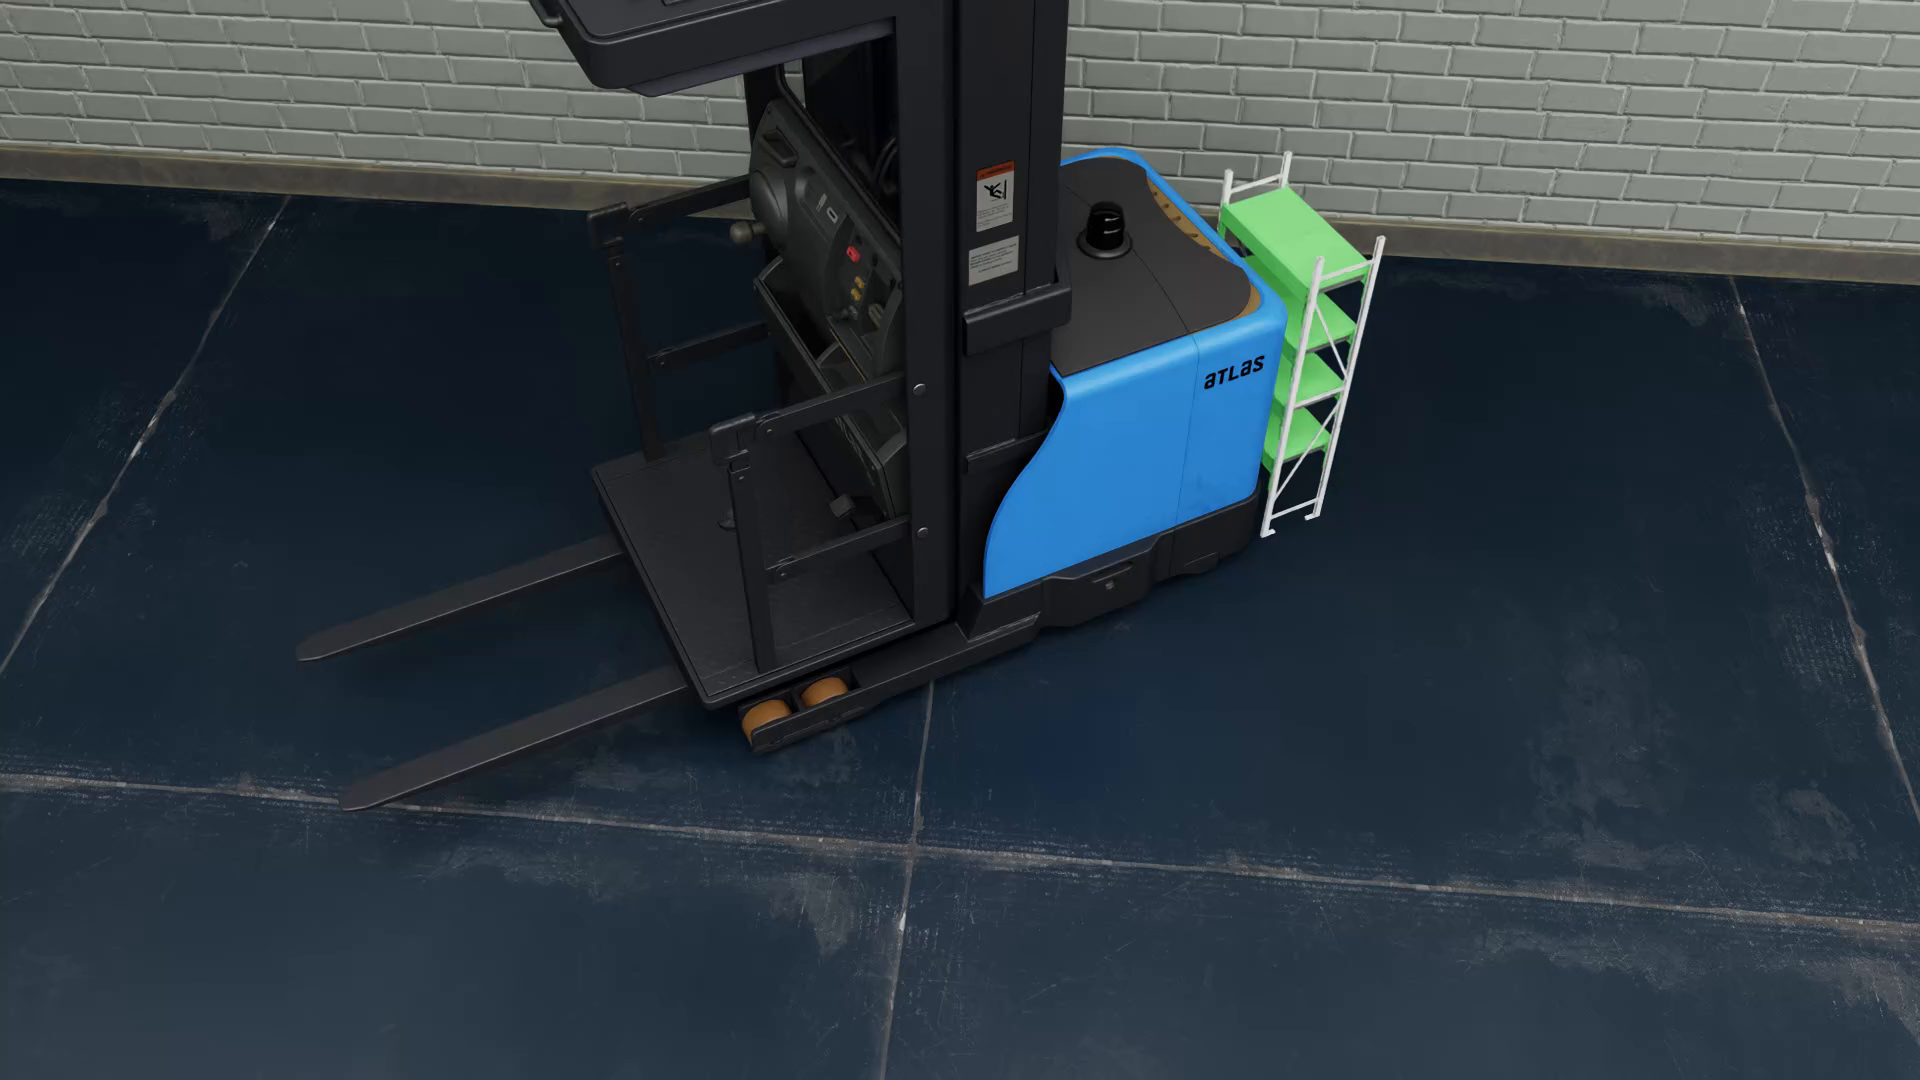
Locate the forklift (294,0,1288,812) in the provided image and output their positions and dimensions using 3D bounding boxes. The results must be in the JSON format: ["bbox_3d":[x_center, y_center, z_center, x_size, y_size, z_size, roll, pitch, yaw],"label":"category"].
[{"bbox_3d":[-0.557,-0.784,4.481,3.031,2.935,1.130,-20,51,-18],"label":"forklift"}]

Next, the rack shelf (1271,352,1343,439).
[{"bbox_3d":[1.043,-0.575,5.548,0.258,0.148,0.480,-20,51,-18],"label":"rack shelf"}]

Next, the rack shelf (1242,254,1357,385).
[{"bbox_3d":[1.044,-0.737,5.371,0.258,0.148,0.480,-20,51,-18],"label":"rack shelf"}]

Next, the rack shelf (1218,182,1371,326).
[{"bbox_3d":[1.045,-0.900,5.195,0.258,0.148,0.480,-20,51,-18],"label":"rack shelf"}]

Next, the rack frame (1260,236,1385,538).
[{"bbox_3d":[1.152,-0.457,5.354,0.240,1.200,0.015,-20,51,-18],"label":"rack frame"}]

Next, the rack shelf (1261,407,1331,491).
[{"bbox_3d":[1.041,-0.412,5.725,0.258,0.148,0.480,-20,51,-18],"label":"rack shelf"}]

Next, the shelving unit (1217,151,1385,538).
[{"bbox_3d":[1.043,-0.618,5.501,0.258,1.200,0.503,-20,51,-18],"label":"shelving unit"}]

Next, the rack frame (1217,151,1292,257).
[{"bbox_3d":[0.933,-0.779,5.648,0.240,1.200,0.015,-20,51,-18],"label":"rack frame"}]
